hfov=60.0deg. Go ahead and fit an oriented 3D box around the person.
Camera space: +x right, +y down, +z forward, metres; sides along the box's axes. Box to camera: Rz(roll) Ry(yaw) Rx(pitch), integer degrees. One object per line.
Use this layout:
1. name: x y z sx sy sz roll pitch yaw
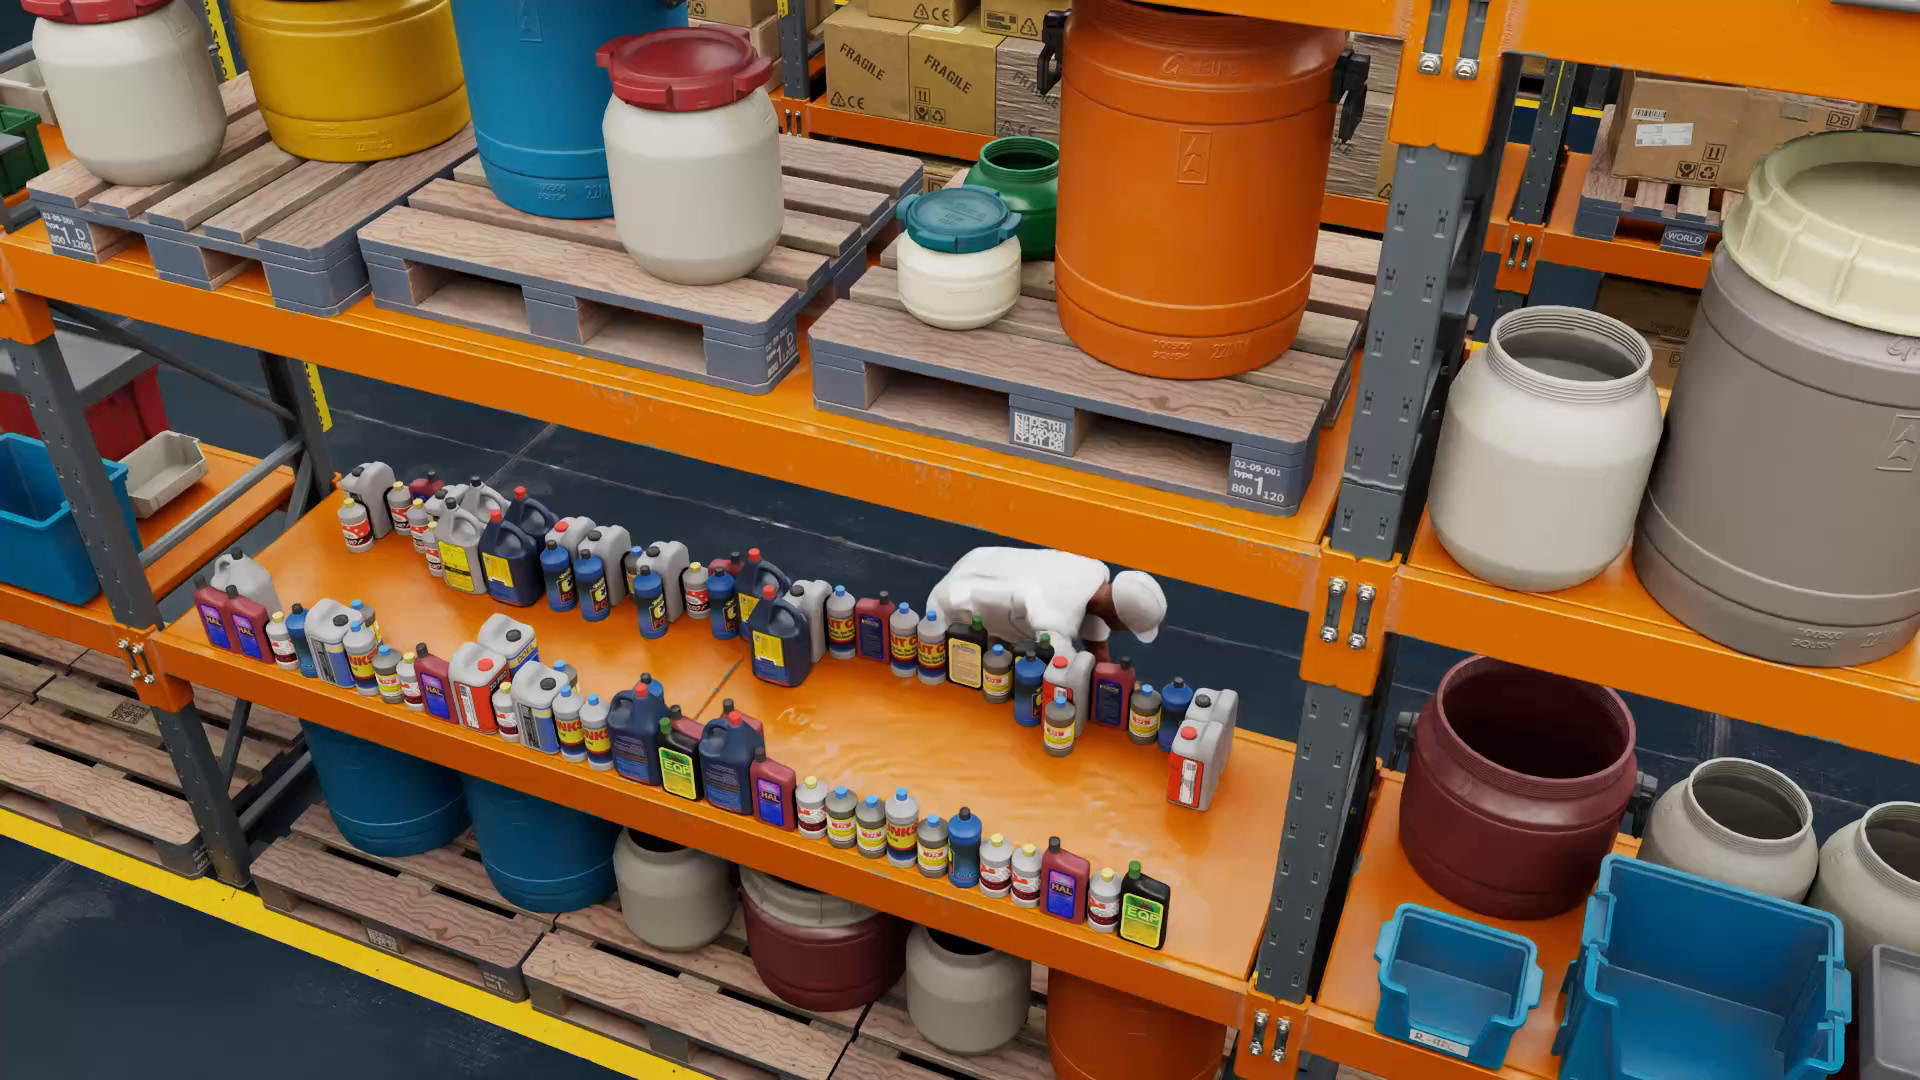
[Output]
1. person: 0.339 0.513 6.566 0.946 1.230 0.498 19 41 23
